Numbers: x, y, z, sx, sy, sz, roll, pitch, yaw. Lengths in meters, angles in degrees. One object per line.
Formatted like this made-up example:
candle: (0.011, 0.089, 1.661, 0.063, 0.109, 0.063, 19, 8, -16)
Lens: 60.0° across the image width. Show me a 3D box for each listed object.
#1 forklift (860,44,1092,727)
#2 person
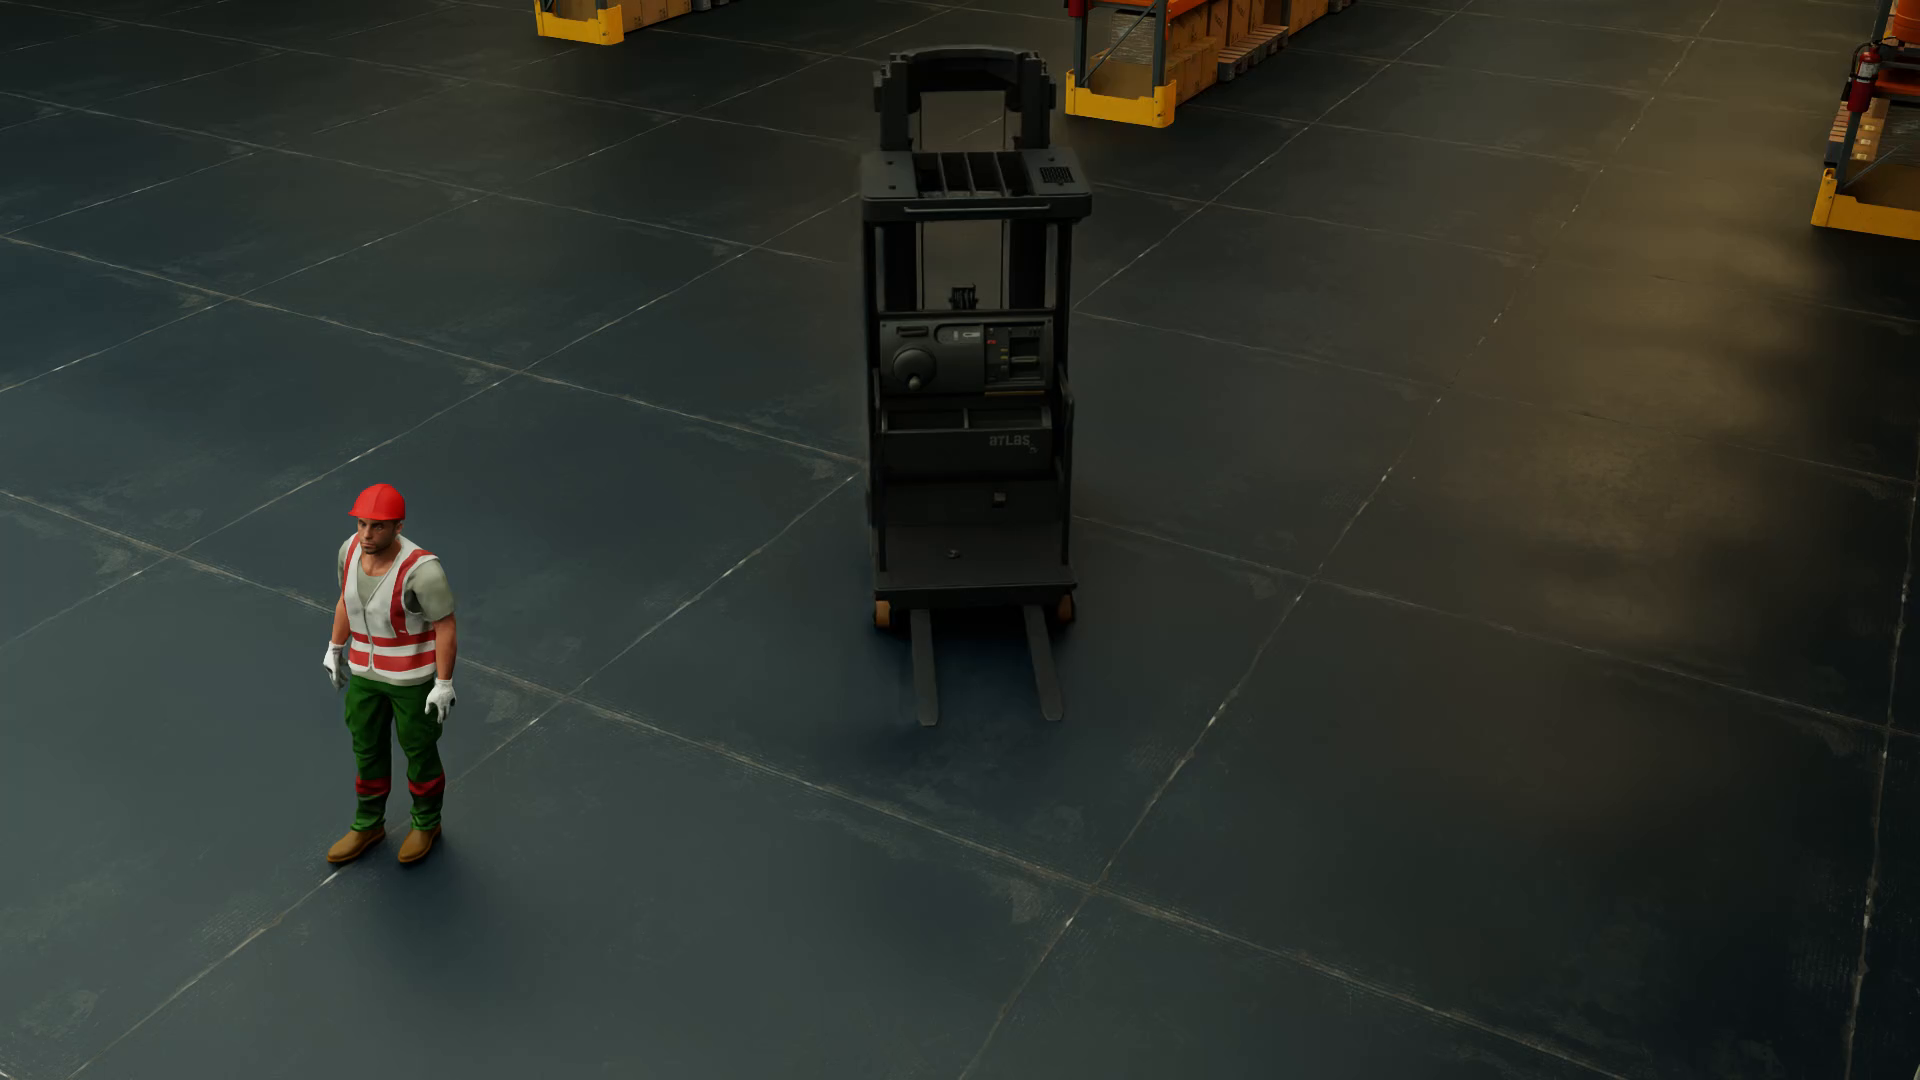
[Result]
forklift: (0.054, -0.947, 8.712, 1.130, 2.935, 3.031, -2, 30, -3)
person: (-2.482, 0.607, 7.149, 0.638, 1.788, 0.563, 11, 32, 18)
